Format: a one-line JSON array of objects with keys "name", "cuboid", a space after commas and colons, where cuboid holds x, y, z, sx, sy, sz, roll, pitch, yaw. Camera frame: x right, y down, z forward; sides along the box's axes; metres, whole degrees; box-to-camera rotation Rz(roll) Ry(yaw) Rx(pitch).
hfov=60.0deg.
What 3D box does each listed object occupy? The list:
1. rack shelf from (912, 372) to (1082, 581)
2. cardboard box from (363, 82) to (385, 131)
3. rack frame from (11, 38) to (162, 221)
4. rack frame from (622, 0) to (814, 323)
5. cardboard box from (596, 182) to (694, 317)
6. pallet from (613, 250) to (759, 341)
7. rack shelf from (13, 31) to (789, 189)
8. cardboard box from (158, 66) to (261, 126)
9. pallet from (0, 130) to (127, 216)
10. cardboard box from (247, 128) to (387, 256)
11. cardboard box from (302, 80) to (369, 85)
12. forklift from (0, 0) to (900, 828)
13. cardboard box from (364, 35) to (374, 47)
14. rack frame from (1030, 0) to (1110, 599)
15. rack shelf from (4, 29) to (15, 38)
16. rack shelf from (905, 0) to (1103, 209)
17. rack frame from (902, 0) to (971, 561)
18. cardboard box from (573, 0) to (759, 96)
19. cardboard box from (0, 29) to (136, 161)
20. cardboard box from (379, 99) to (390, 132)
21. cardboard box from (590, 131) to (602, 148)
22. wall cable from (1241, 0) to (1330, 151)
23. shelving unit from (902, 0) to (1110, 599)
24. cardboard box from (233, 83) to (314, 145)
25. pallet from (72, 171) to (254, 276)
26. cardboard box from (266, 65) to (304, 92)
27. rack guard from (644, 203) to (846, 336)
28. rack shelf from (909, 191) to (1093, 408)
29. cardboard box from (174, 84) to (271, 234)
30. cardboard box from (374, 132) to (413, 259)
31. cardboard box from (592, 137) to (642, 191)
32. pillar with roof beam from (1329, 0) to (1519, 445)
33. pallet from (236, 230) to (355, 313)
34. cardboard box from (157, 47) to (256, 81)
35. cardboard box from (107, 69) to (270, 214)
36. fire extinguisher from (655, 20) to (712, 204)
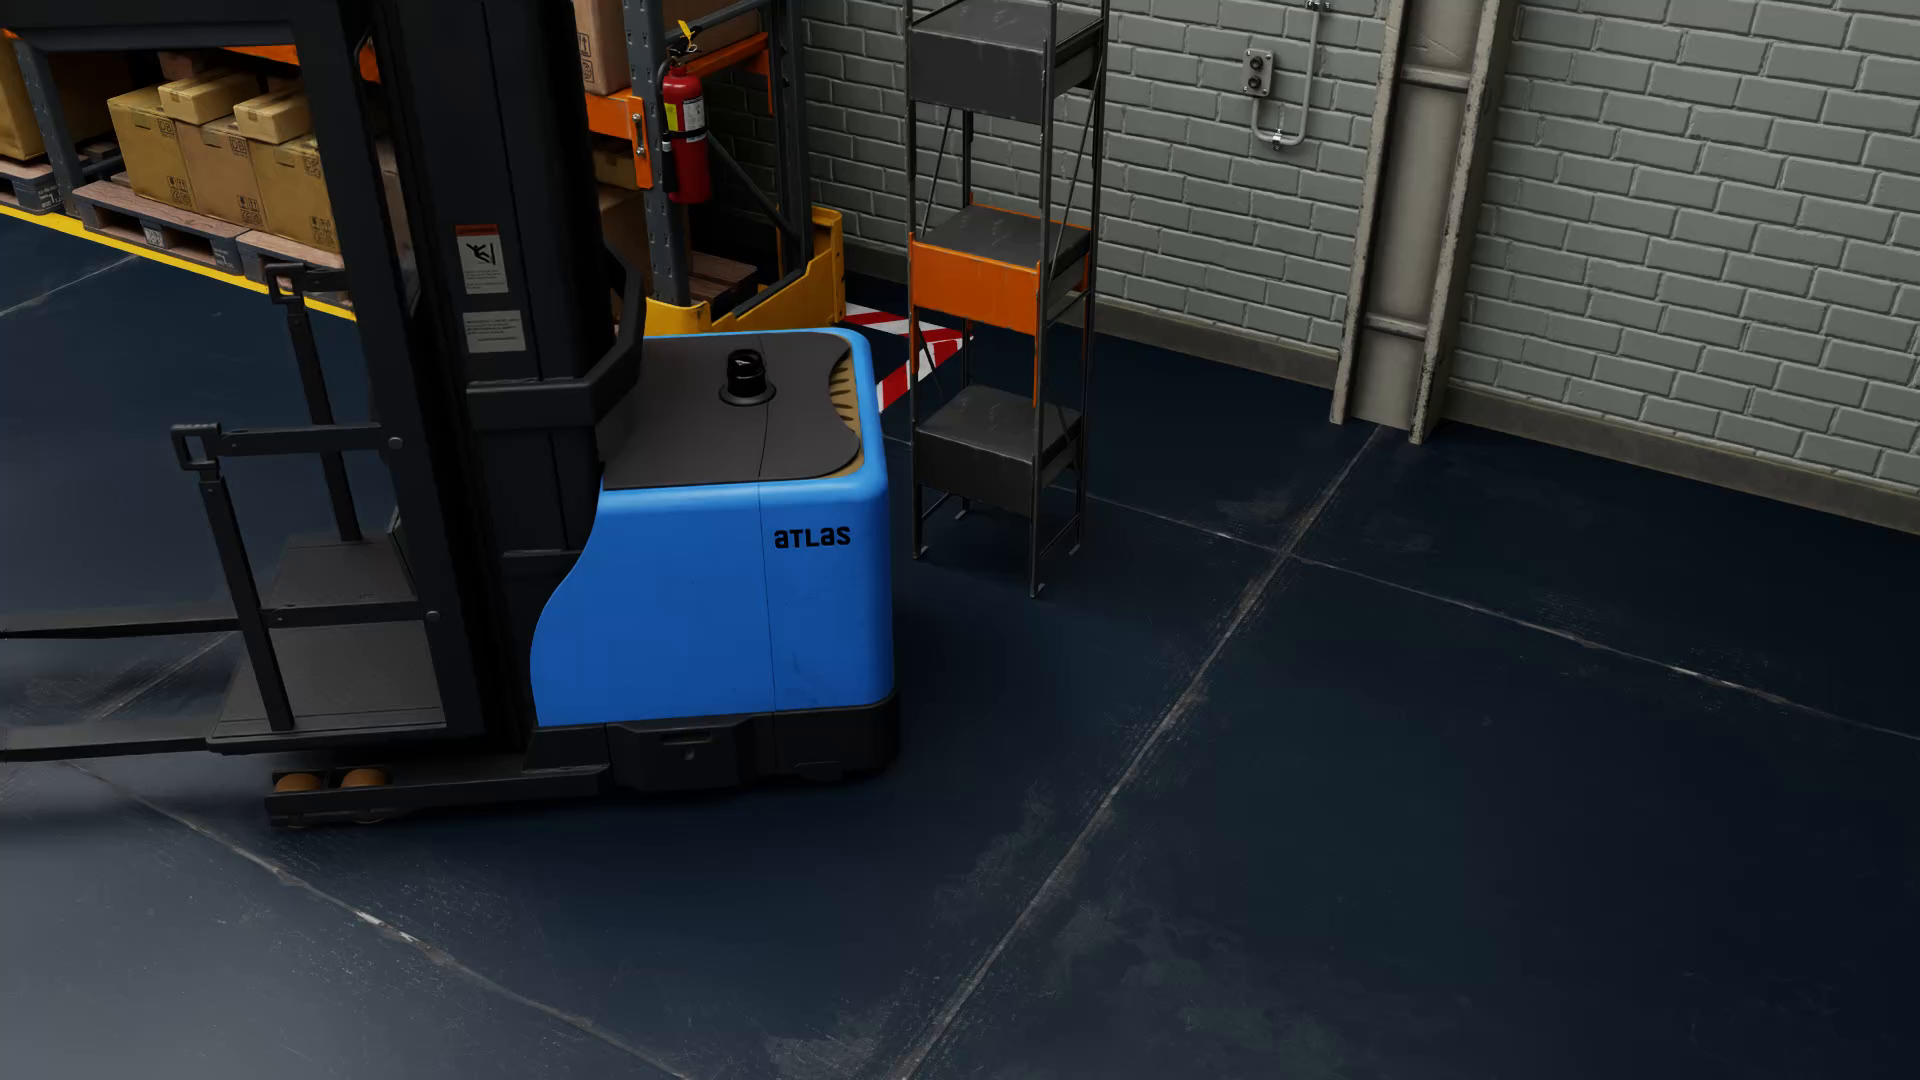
[{"name": "rack shelf", "cuboid": [0.144, -0.234, 5.995, 0.480, 0.518, 0.431, 18, 37, 24]}, {"name": "cardboard box", "cuboid": [-2.743, -2.122, 8.021, 0.250, 0.149, 0.380, 17, 37, 24]}, {"name": "rack frame", "cuboid": [-4.445, -3.193, 8.339, 0.127, 3.000, 1.000, 18, 37, 24]}, {"name": "rack frame", "cuboid": [-0.972, -2.093, 6.687, 0.127, 3.000, 1.000, 18, 37, 24]}, {"name": "cardboard box", "cuboid": [-1.630, -1.372, 7.481, 0.500, 0.500, 0.700, 18, 37, 24]}, {"name": "pallet", "cuboid": [-1.705, -1.115, 7.734, 1.213, 0.211, 1.003, 18, 37, 24]}, {"name": "rack shelf", "cuboid": [-2.709, -2.344, 7.713, 4.000, 0.370, 1.077, 18, 37, 24]}, {"name": "cardboard box", "cuboid": [-3.640, -2.161, 8.080, 0.250, 0.149, 0.380, 19, 38, 26]}, {"name": "pallet", "cuboid": [-5.153, -2.209, 9.376, 1.213, 0.211, 1.003, 18, 37, 24]}, {"name": "cardboard box", "cuboid": [-2.968, -1.791, 8.109, 0.500, 0.500, 0.700, 18, 38, 25]}, {"name": "cardboard box", "cuboid": [-2.968, -2.192, 8.127, 0.250, 0.149, 0.380, 18, 38, 25]}, {"name": "forklift", "cuboid": [-1.737, -0.669, 4.610, 3.031, 2.935, 1.130, -3, 34, -5]}, {"name": "cardboard box", "cuboid": [-2.057, -2.548, 7.100, 0.700, 0.700, 0.980, 17, 37, 24]}, {"name": "rack frame", "cuboid": [0.356, -0.761, 5.499, 0.015, 2.100, 0.400, 18, 37, 24]}, {"name": "rack shelf", "cuboid": [-6.182, -3.444, 9.365, 4.000, 0.370, 1.077, 18, 37, 24]}, {"name": "rack shelf", "cuboid": [0.144, -1.400, 5.219, 0.480, 0.518, 0.431, 18, 37, 24]}, {"name": "rack frame", "cuboid": [-0.068, -0.896, 5.700, 0.015, 2.100, 0.400, 18, 37, 24]}, {"name": "cardboard box", "cuboid": [-1.420, -2.354, 6.808, 0.700, 0.700, 0.980, 19, 38, 26]}, {"name": "cardboard box", "cuboid": [-5.074, -2.590, 8.993, 0.750, 0.750, 0.750, 18, 38, 25]}, {"name": "cardboard box", "cuboid": [-2.524, -2.052, 7.916, 0.250, 0.149, 0.380, 18, 38, 25]}, {"name": "cardboard box", "cuboid": [-1.862, -1.843, 7.602, 0.250, 0.149, 0.380, 18, 38, 25]}, {"name": "wall cable", "cuboid": [0.609, -2.619, 6.561, 1.851, 1.984, 0.084, 18, 37, 24]}, {"name": "shelving unit", "cuboid": [0.144, -0.828, 5.600, 0.503, 2.100, 0.431, 18, 37, 24]}, {"name": "cardboard box", "cuboid": [-3.187, -2.017, 7.864, 0.250, 0.149, 0.380, 16, 37, 23]}, {"name": "pallet", "cuboid": [-3.824, -1.786, 8.742, 1.213, 0.211, 1.003, 18, 37, 24]}, {"name": "cardboard box", "cuboid": [-3.187, -2.262, 8.232, 0.250, 0.149, 0.380, 16, 37, 23]}, {"name": "rack guard", "cuboid": [-0.951, -1.046, 7.370, 0.348, 0.500, 1.175, 18, 37, 24]}, {"name": "rack shelf", "cuboid": [0.144, -0.817, 5.607, 0.480, 0.518, 0.431, 18, 37, 24]}, {"name": "cardboard box", "cuboid": [-3.412, -1.933, 8.323, 0.500, 0.500, 0.700, 17, 37, 24]}, {"name": "cardboard box", "cuboid": [-2.501, -1.648, 7.894, 0.500, 0.500, 0.700, 16, 37, 23]}, {"name": "cardboard box", "cuboid": [-1.422, -1.704, 7.394, 0.250, 0.149, 0.380, 18, 38, 25]}, {"name": "pillar with roof beam", "cuboid": [-0.335, -2.192, 1.424, 0.400, 9.000, 9.100, 18, 37, 24]}, {"name": "pallet", "cuboid": [-2.760, -1.451, 8.239, 1.213, 0.211, 1.003, 18, 37, 24]}, {"name": "cardboard box", "cuboid": [-3.874, -2.478, 8.556, 0.250, 0.149, 0.380, 17, 37, 24]}, {"name": "cardboard box", "cuboid": [-3.847, -2.073, 8.533, 0.500, 0.500, 0.700, 18, 38, 25]}, {"name": "fire extinguisher", "cuboid": [-1.070, -1.642, 6.416, 0.183, 0.674, 0.296, 18, 37, 24]}]
